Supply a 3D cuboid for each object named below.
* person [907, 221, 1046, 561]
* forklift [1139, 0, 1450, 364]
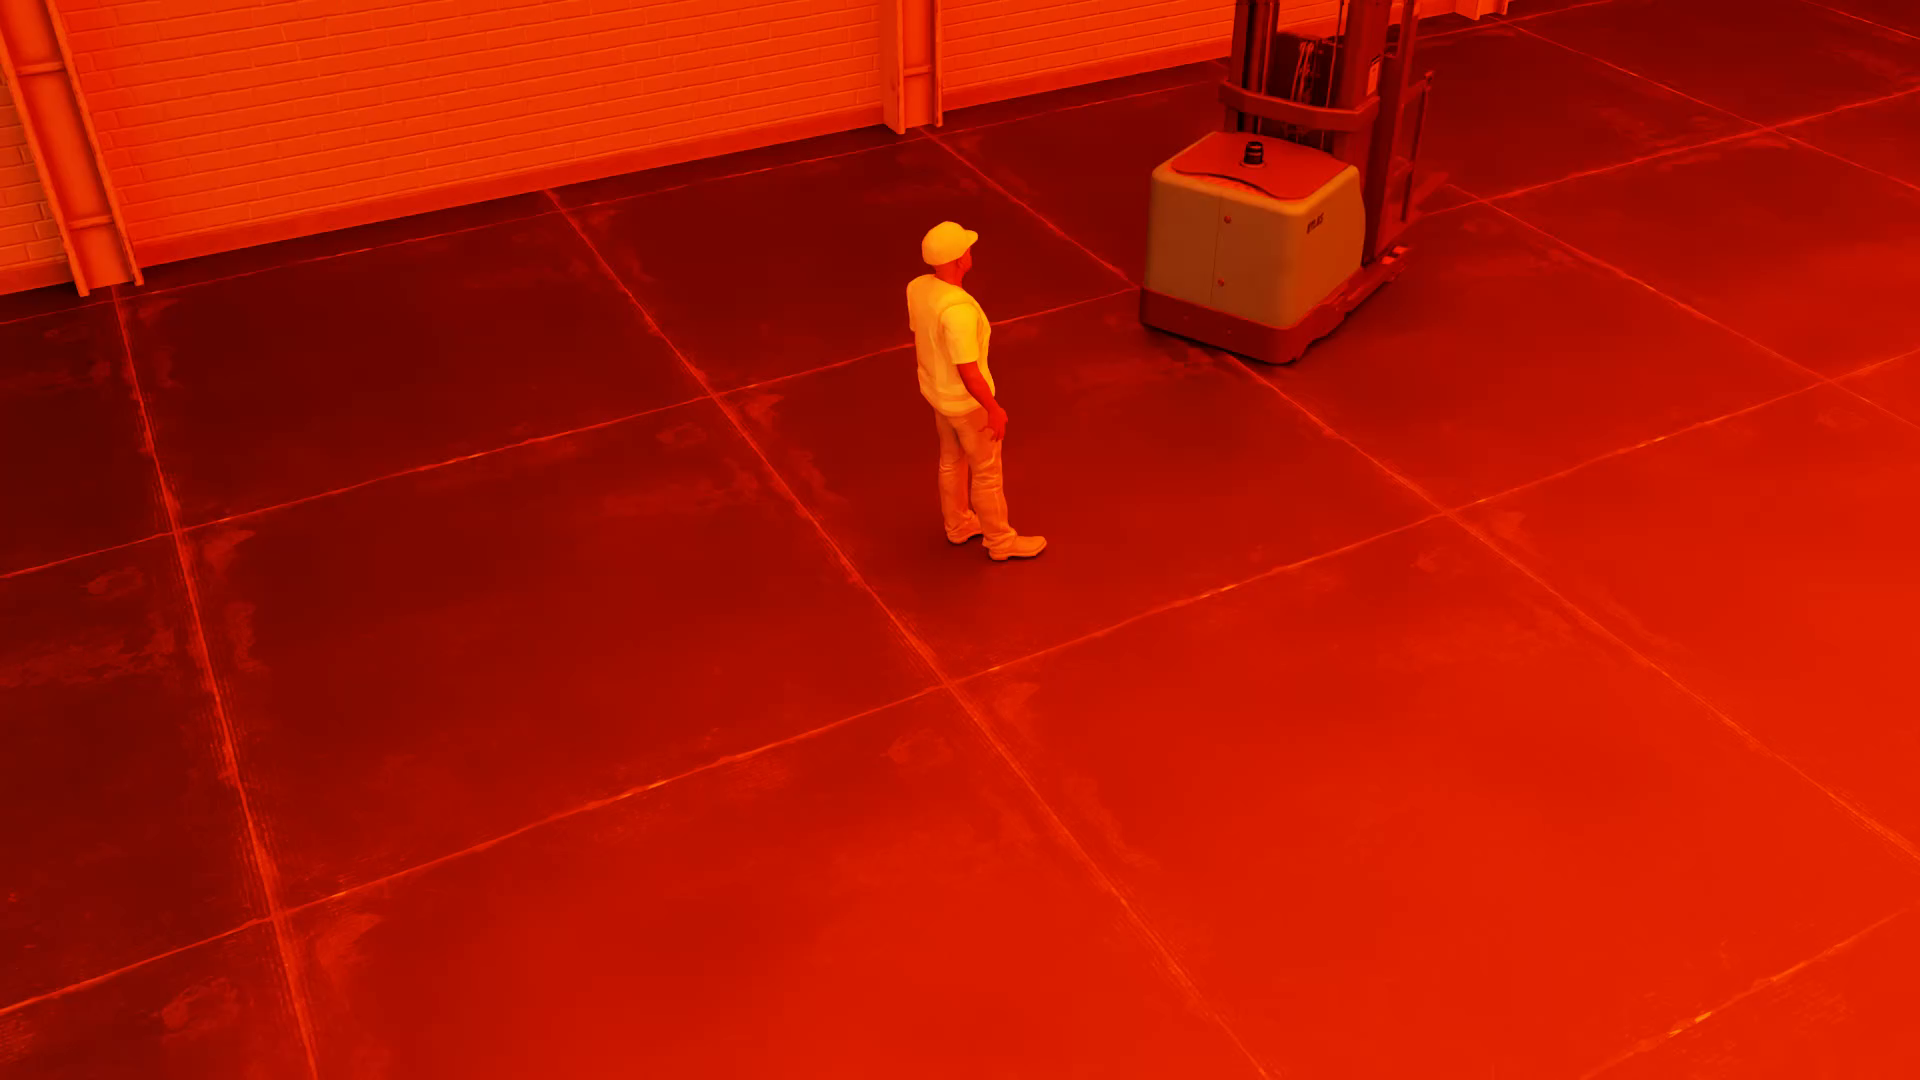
[{"bbox_3d":[0.064,-0.743,8.170,0.577,1.765,0.665,-17,39,-23],"label":"person"},{"bbox_3d":[2.394,-3.065,10.459,1.130,2.935,3.031,22,41,28],"label":"forklift"}]
